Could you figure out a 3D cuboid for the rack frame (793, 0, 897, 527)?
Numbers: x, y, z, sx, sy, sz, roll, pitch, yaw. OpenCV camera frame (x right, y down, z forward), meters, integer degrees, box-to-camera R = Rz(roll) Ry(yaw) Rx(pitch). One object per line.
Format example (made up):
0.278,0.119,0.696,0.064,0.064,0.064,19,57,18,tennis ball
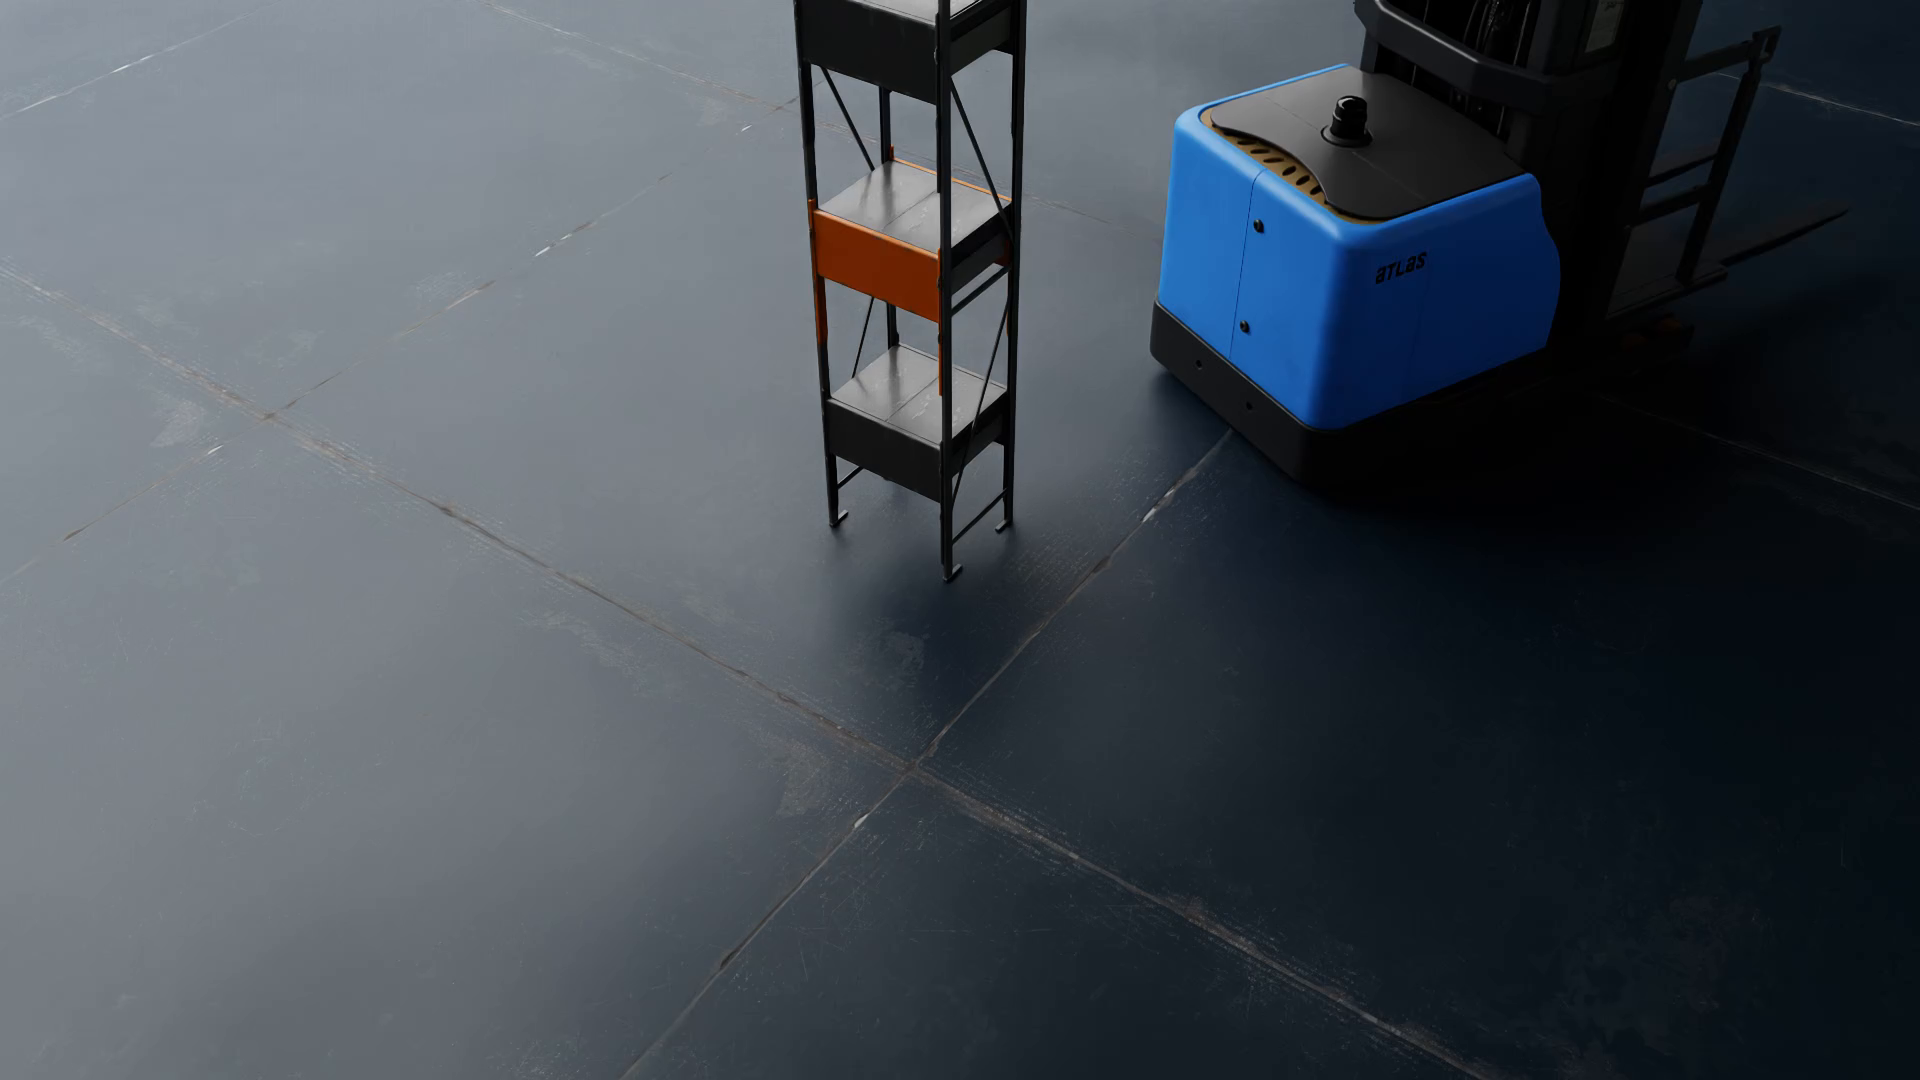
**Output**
-0.335,-0.939,5.225,0.015,2.100,0.400,25,48,25,rack frame

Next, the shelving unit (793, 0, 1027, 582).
-0.136,-0.846,5.121,0.503,2.100,0.431,25,48,25,shelving unit

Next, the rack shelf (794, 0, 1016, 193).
-0.135,-1.357,4.663,0.480,0.518,0.431,25,48,25,rack shelf

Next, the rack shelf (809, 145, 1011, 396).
-0.136,-0.836,5.130,0.480,0.518,0.431,25,48,25,rack shelf

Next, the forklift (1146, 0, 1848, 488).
2.256,-2.005,5.793,3.031,2.935,1.130,-21,46,-22,forklift

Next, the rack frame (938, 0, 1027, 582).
0.064,-0.752,5.016,0.015,2.100,0.400,25,48,25,rack frame

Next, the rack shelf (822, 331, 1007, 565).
-0.136,-0.314,5.597,0.480,0.518,0.431,25,48,25,rack shelf
